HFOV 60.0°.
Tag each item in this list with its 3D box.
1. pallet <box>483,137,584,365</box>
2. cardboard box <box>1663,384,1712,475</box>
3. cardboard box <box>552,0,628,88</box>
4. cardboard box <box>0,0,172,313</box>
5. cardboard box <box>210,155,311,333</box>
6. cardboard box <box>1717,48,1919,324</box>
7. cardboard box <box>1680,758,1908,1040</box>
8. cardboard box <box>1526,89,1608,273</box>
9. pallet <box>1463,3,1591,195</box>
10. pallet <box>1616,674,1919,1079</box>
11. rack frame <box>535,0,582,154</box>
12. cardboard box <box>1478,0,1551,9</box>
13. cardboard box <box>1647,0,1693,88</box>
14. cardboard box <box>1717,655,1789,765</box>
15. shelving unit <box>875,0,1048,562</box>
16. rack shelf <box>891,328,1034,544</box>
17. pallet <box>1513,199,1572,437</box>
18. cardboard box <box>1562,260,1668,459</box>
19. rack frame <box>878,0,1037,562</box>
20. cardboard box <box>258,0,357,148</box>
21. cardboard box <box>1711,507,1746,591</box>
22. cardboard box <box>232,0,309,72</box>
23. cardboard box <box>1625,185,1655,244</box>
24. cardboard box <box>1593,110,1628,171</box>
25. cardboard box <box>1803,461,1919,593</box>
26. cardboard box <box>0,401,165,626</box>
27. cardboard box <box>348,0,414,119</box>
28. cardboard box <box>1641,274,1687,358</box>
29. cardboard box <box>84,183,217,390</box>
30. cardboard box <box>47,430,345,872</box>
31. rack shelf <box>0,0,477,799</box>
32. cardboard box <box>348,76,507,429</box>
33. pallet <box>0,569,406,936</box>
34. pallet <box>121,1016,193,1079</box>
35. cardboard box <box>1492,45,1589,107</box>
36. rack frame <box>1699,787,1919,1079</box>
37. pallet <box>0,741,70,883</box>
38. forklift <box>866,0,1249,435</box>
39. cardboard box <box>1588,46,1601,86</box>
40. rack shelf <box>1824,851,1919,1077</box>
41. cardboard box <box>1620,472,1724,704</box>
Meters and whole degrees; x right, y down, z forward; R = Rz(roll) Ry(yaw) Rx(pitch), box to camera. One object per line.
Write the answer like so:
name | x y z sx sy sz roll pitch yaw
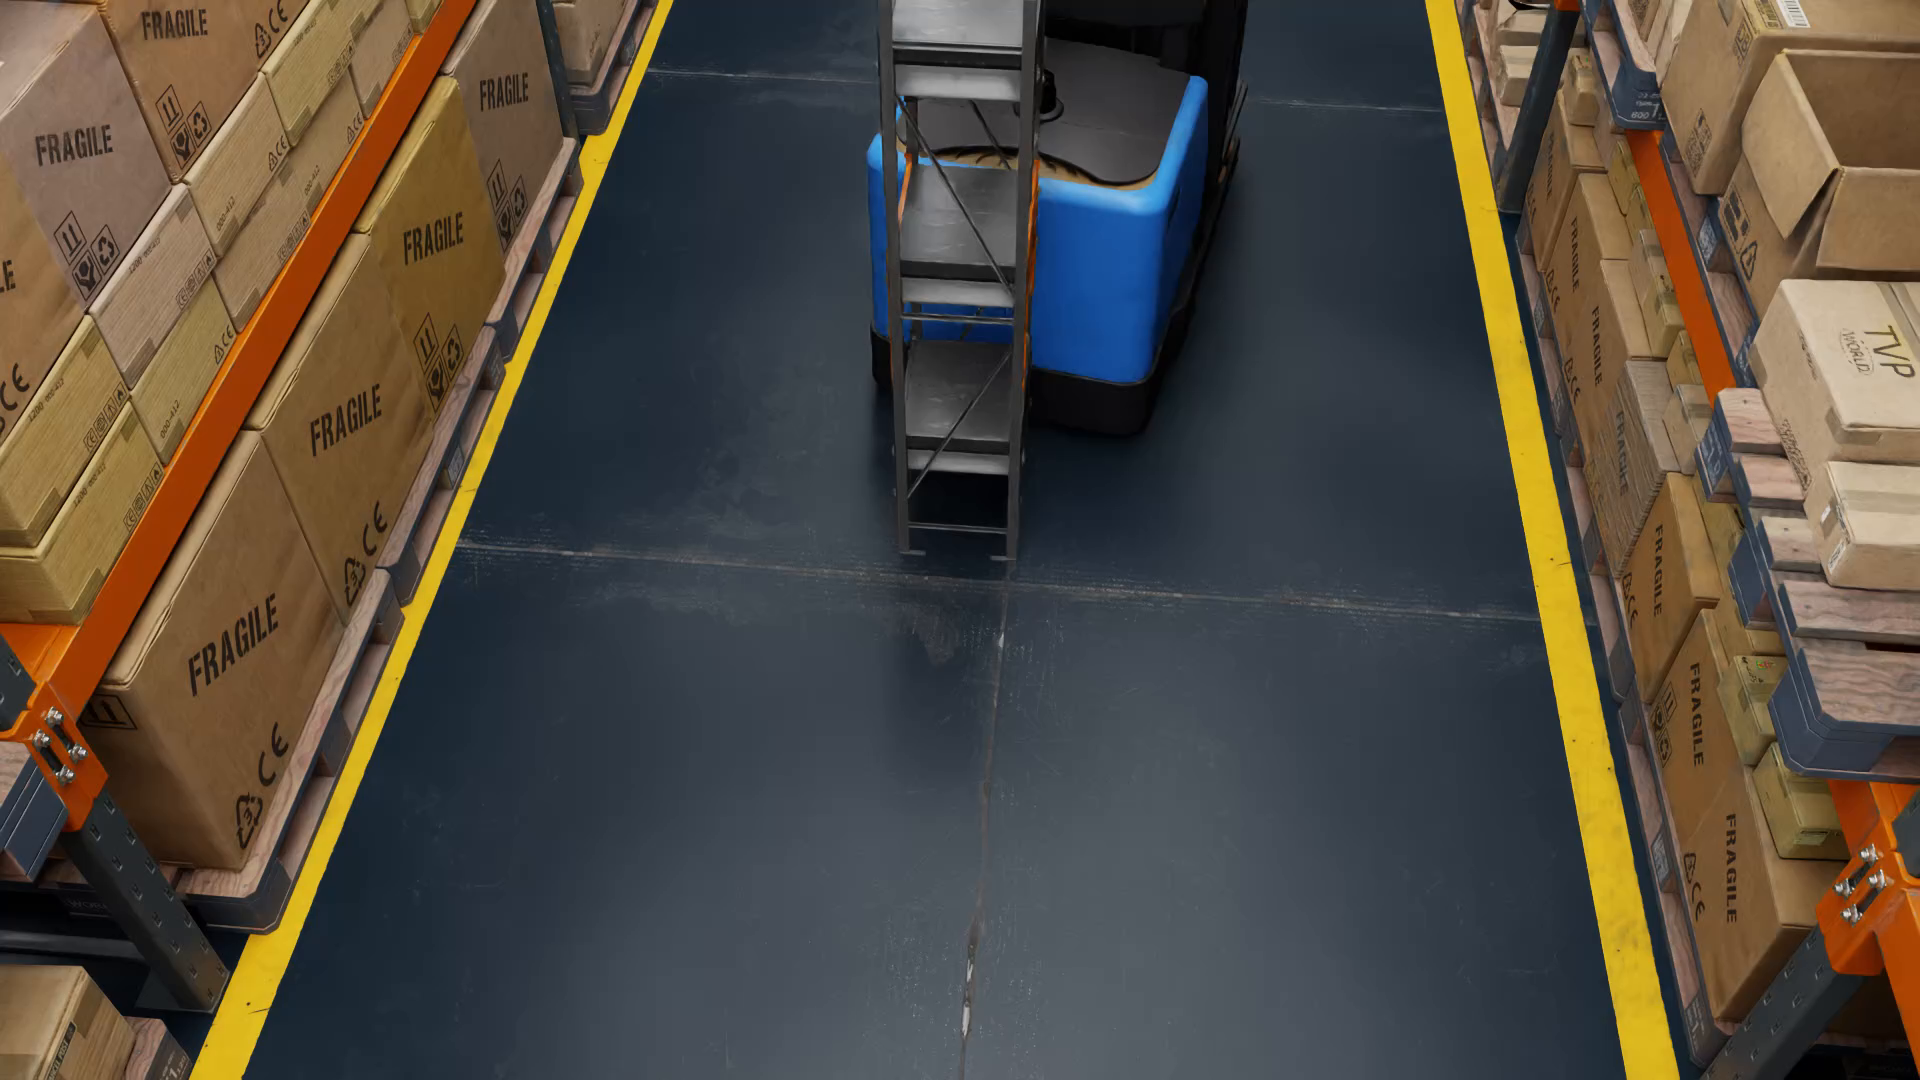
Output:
pallet | -2.167 -1.215 6.718 1.003 0.211 1.213 4 48 4
cardboard box | 2.349 -0.327 4.986 0.380 0.149 0.250 2 48 2
cardboard box | -2.007 -2.459 7.418 0.875 0.438 0.875 3 48 3
cardboard box | -2.212 -0.871 3.768 0.500 0.500 0.500 4 48 4
cardboard box | -2.158 -0.844 4.591 0.500 0.250 0.500 5 48 5
cardboard box | 2.372 -0.846 4.137 0.797 0.503 0.637 3 48 3
cardboard box | 2.232 0.919 4.286 0.500 0.500 0.500 5 48 5
cardboard box | 2.504 -1.355 6.366 0.500 0.500 0.500 6 48 5
pallet | 2.836 -1.960 7.400 1.003 0.211 1.213 4 48 4
pallet | 2.513 0.937 4.750 1.003 0.211 1.213 4 48 4
rack frame | -2.171 -2.728 6.212 1.000 3.000 0.127 4 48 4
cardboard box | 2.775 -2.803 7.690 0.700 0.500 0.500 2 48 2
cardboard box | 2.263 -1.498 4.894 0.396 0.266 0.258 6 48 5
cardboard box | 2.194 0.443 4.282 0.380 0.149 0.250 2 48 2
shelving unit | 0.015 -0.830 5.086 0.431 2.100 0.503 4 48 4
rack shelf | 0.015 -0.349 5.613 0.431 0.518 0.480 4 48 4
pallet | 2.736 -0.856 6.390 1.003 0.211 1.213 4 48 4
cardboard box | 2.415 -0.596 5.672 0.500 0.500 0.500 3 48 2
rack frame | -0.007 -0.651 4.922 0.400 2.100 0.015 4 48 4
cardboard box | -2.079 -1.379 4.742 0.500 0.250 0.500 5 48 4
cardboard box | 2.331 0.061 4.631 0.380 0.149 0.250 5 48 5
cardboard box | -2.100 -1.621 4.454 0.500 0.500 0.500 5 48 4
cardboard box | 2.503 -1.068 5.664 0.380 0.149 0.250 3 48 3
cardboard box | 2.526 -1.460 6.022 0.380 0.149 0.250 3 48 2
cardboard box | 2.085 -0.023 3.624 0.380 0.149 0.250 5 48 4
cardboard box | -2.241 -0.081 3.893 0.500 0.250 0.500 3 48 3
cardboard box | -2.074 -1.587 5.270 0.500 0.250 0.500 3 48 2
cardboard box | 2.418 -0.705 5.331 0.380 0.149 0.250 5 48 5
cardboard box | -2.196 -0.642 4.067 0.500 0.250 0.500 5 48 4
cardboard box | -2.390 0.285 4.612 0.875 0.875 0.875 3 48 3
rack shelf | -2.354 -1.016 5.134 1.077 0.370 4.000 4 48 4
cardboard box | -2.223 -1.027 5.812 0.875 0.875 0.875 5 48 5
pallet | -2.389 0.578 5.078 1.003 0.211 1.213 4 48 4
pallet | -2.609 1.727 4.028 1.003 0.211 1.213 4 48 4
cardboard box | 2.530 -2.006 7.199 0.380 0.149 0.250 3 48 2
rack frame | 2.404 0.542 3.221 0.949 2.616 0.053 4 48 4
pallet | -2.495 0.807 3.109 1.213 0.211 1.003 4 48 4
forklift | 0.574 -2.480 6.032 1.130 2.935 3.031 12 49 11
cardboard box | 2.535 -1.765 6.099 0.380 0.149 0.250 3 48 3
rack shelf | 2.225 2.255 2.142 1.077 0.370 4.000 4 48 4
cardboard box | 2.333 0.167 4.974 0.500 0.500 0.500 6 48 5
